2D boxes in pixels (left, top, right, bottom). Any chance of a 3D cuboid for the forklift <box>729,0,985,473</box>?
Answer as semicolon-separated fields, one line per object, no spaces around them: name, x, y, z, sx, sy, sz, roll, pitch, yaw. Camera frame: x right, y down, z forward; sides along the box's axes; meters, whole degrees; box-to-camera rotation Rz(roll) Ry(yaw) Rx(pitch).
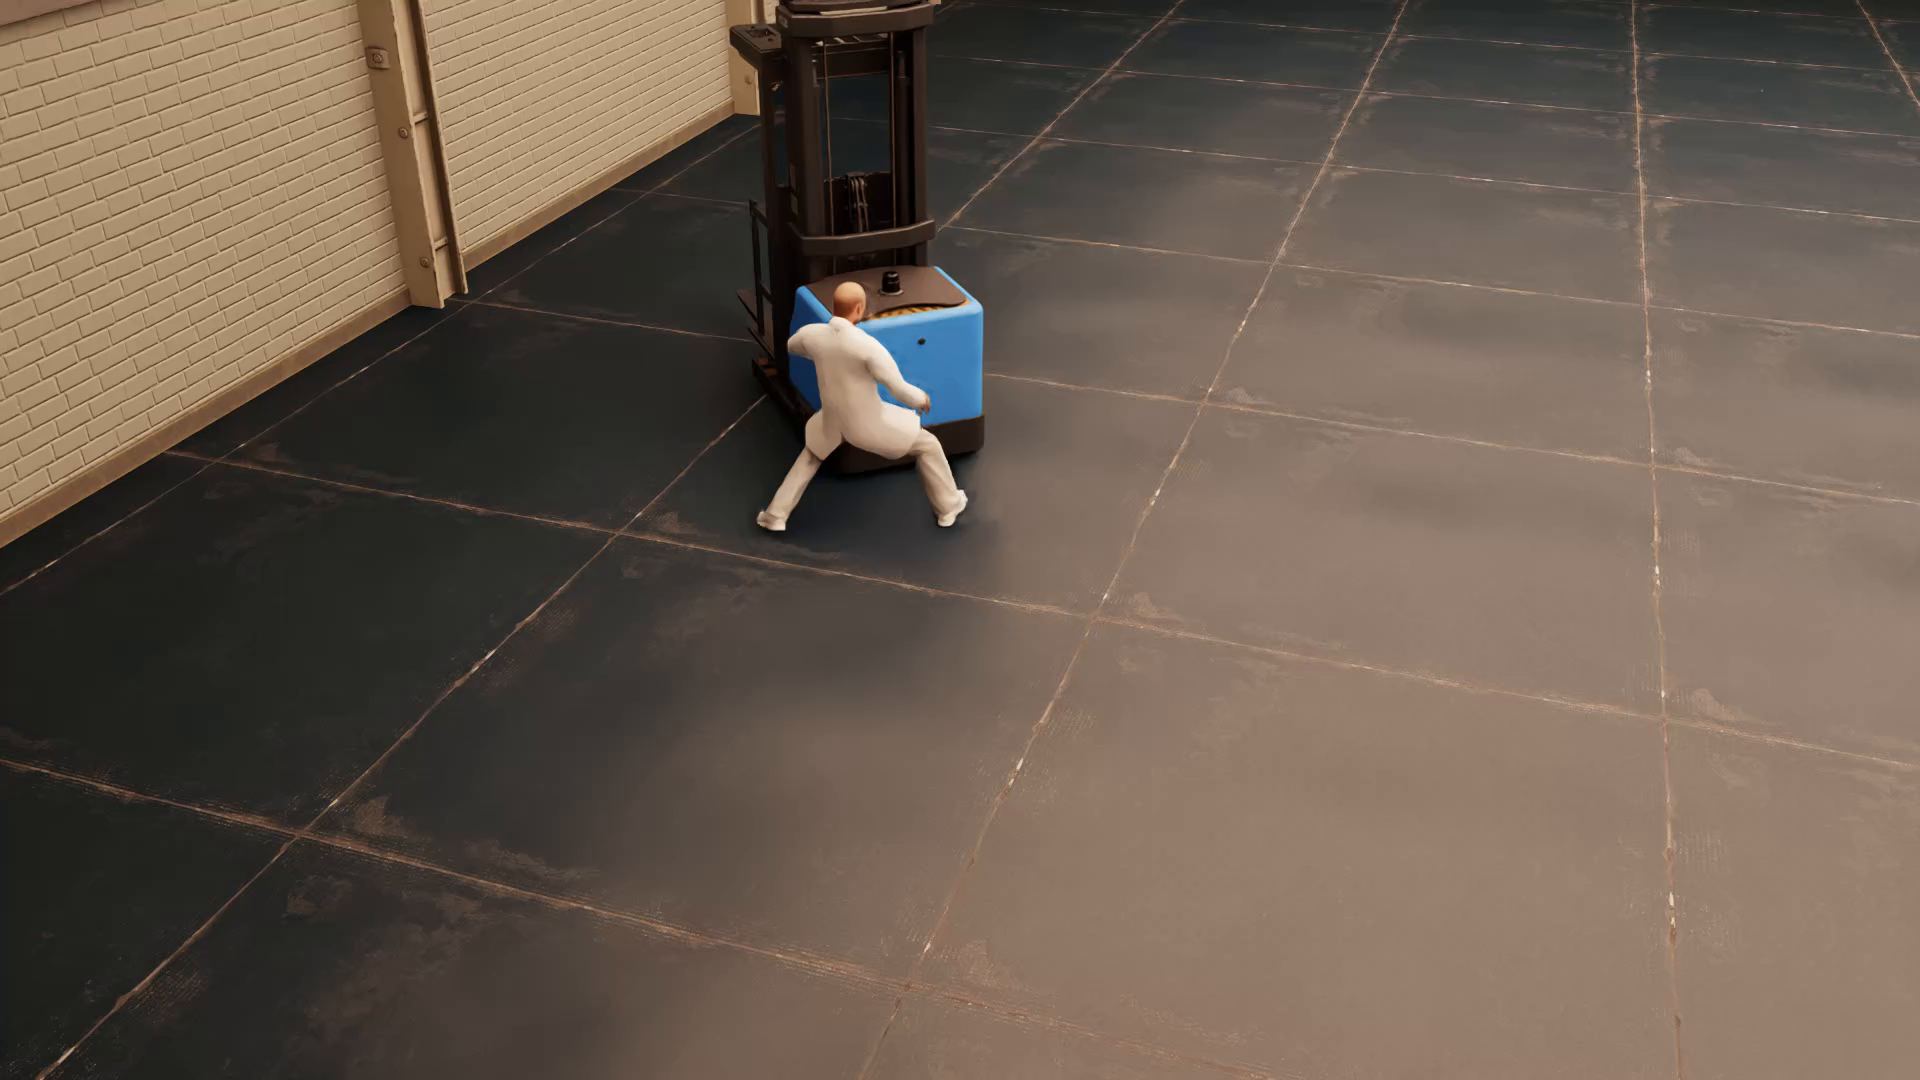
forklift;-0.869;-2.414;11.371;1.130;2.935;3.031;-12;32;-19

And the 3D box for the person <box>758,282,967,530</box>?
person;-0.614;-0.792;9.980;1.100;1.569;1.035;19;35;29
